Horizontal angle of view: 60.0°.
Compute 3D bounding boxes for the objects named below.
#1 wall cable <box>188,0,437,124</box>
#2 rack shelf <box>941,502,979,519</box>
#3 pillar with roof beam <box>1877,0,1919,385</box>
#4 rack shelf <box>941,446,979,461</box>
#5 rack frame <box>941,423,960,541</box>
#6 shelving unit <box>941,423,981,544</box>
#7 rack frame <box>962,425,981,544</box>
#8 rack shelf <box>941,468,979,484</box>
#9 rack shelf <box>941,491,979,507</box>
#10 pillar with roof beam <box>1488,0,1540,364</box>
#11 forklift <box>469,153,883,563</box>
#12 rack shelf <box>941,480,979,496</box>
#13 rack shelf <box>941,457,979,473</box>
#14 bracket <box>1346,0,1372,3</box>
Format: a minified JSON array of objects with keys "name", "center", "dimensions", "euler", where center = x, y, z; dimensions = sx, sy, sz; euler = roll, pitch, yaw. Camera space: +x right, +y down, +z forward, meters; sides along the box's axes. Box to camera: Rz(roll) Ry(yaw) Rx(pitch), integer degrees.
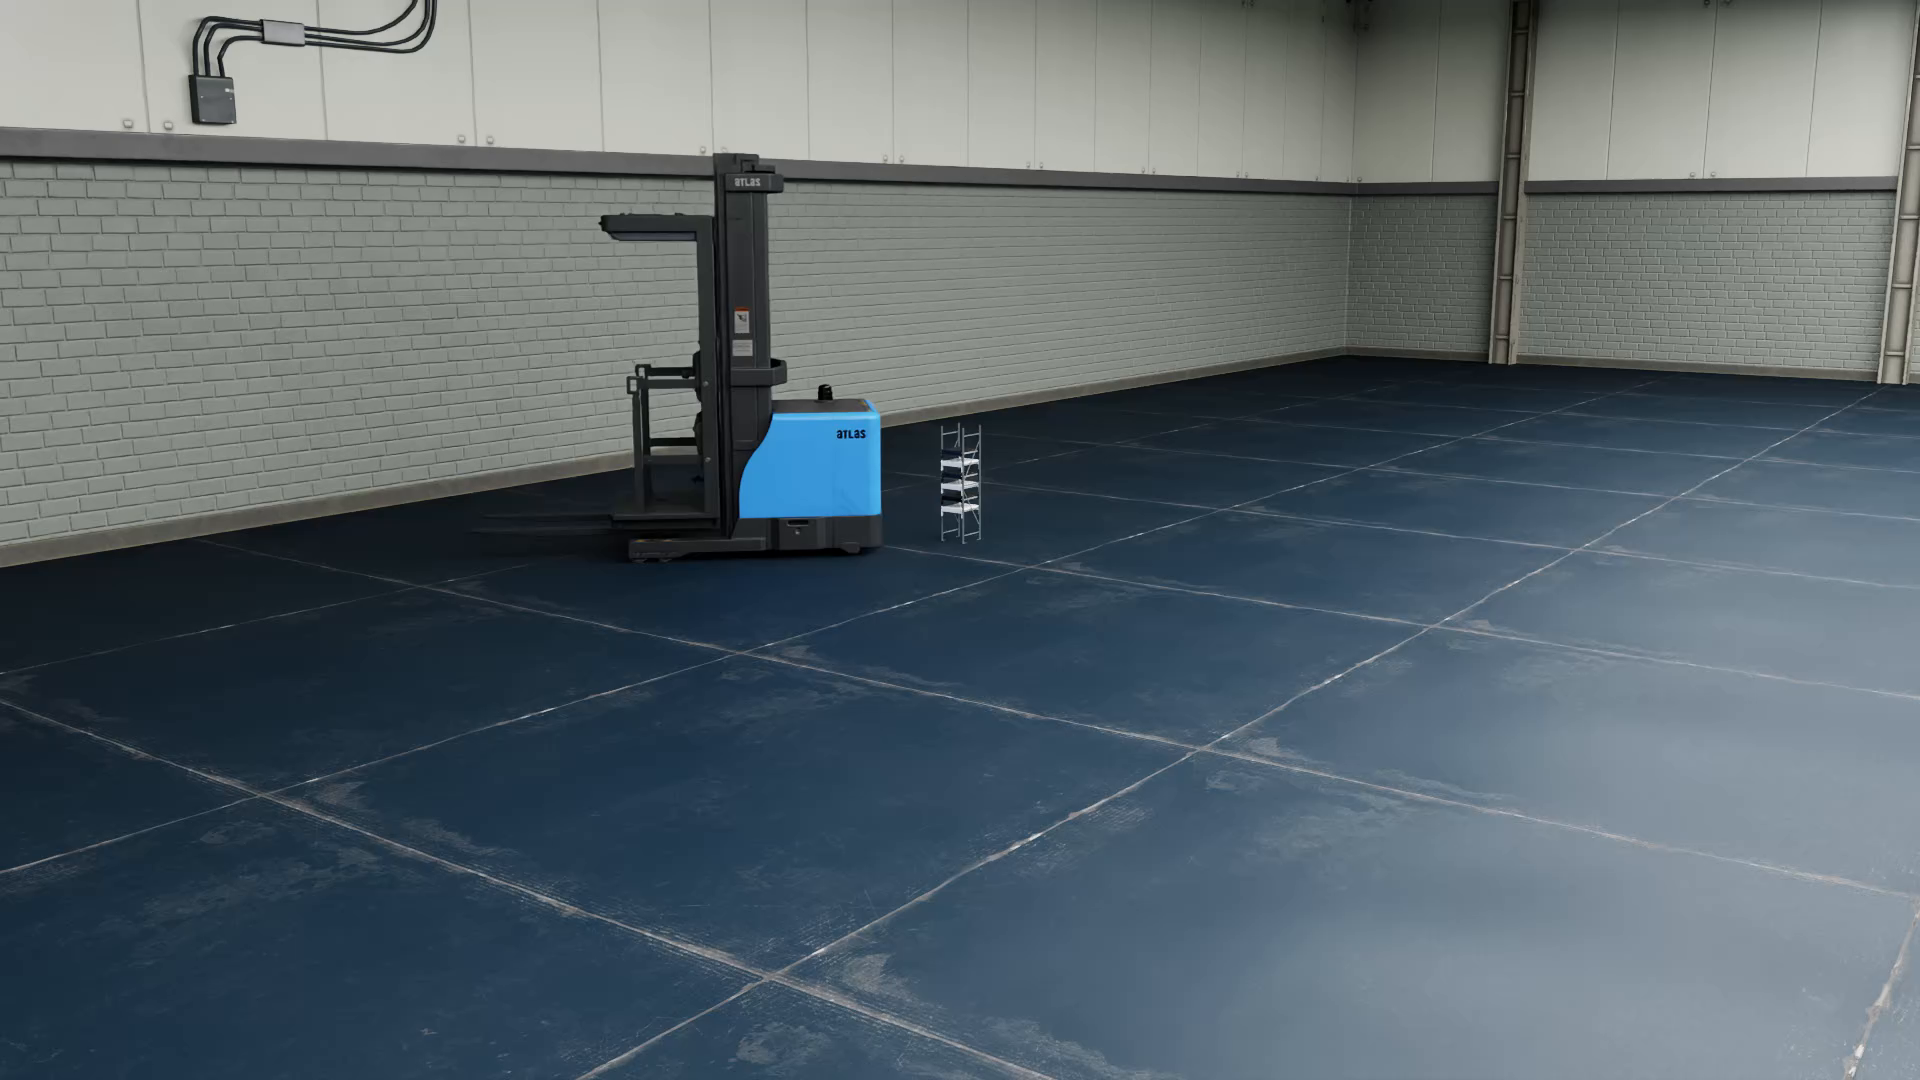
[{"name":"wall cable","center":[-5.167,-6.328,13.092],"dimensions":[0.169,6.003,2.305],"euler":[8,13,36]},{"name":"rack shelf","center":[0.007,-0.231,12.980],"dimensions":[0.200,0.077,0.258],"euler":[8,13,36]},{"name":"pillar with roof beam","center":[11.726,-6.161,21.186],"dimensions":[0.400,9.000,9.100],"euler":[8,13,36]},{"name":"rack shelf","center":[0.007,-0.673,12.895],"dimensions":[0.200,0.077,0.258],"euler":[8,13,36]},{"name":"rack frame","center":[-0.075,-0.452,12.999],"dimensions":[0.006,0.900,0.240],"euler":[8,13,36]},{"name":"shelving unit","center":[0.007,-0.441,12.939],"dimensions":[0.210,0.900,0.258],"euler":[8,13,36]},{"name":"rack frame","center":[0.088,-0.429,12.880],"dimensions":[0.006,0.900,0.240],"euler":[8,13,36]},{"name":"rack shelf","center":[0.007,-0.497,12.929],"dimensions":[0.200,0.077,0.258],"euler":[8,13,36]},{"name":"rack shelf","center":[0.007,-0.320,12.963],"dimensions":[0.200,0.077,0.258],"euler":[8,13,36]},{"name":"pillar with roof beam","center":[6.890,-6.836,24.673],"dimensions":[0.548,9.000,9.100],"euler":[8,13,36]},{"name":"forklift","center":[-2.133,-1.380,12.445],"dimensions":[3.031,2.935,1.130],"euler":[-1,11,-7]},{"name":"rack shelf","center":[0.007,-0.408,12.946],"dimensions":[0.200,0.077,0.258],"euler":[8,13,36]},{"name":"rack shelf","center":[0.007,-0.585,12.912],"dimensions":[0.200,0.077,0.258],"euler":[8,13,36]},{"name":"bracket","center":[6.983,-9.521,29.075],"dimensions":[0.430,0.232,0.235],"euler":[8,13,36]}]
